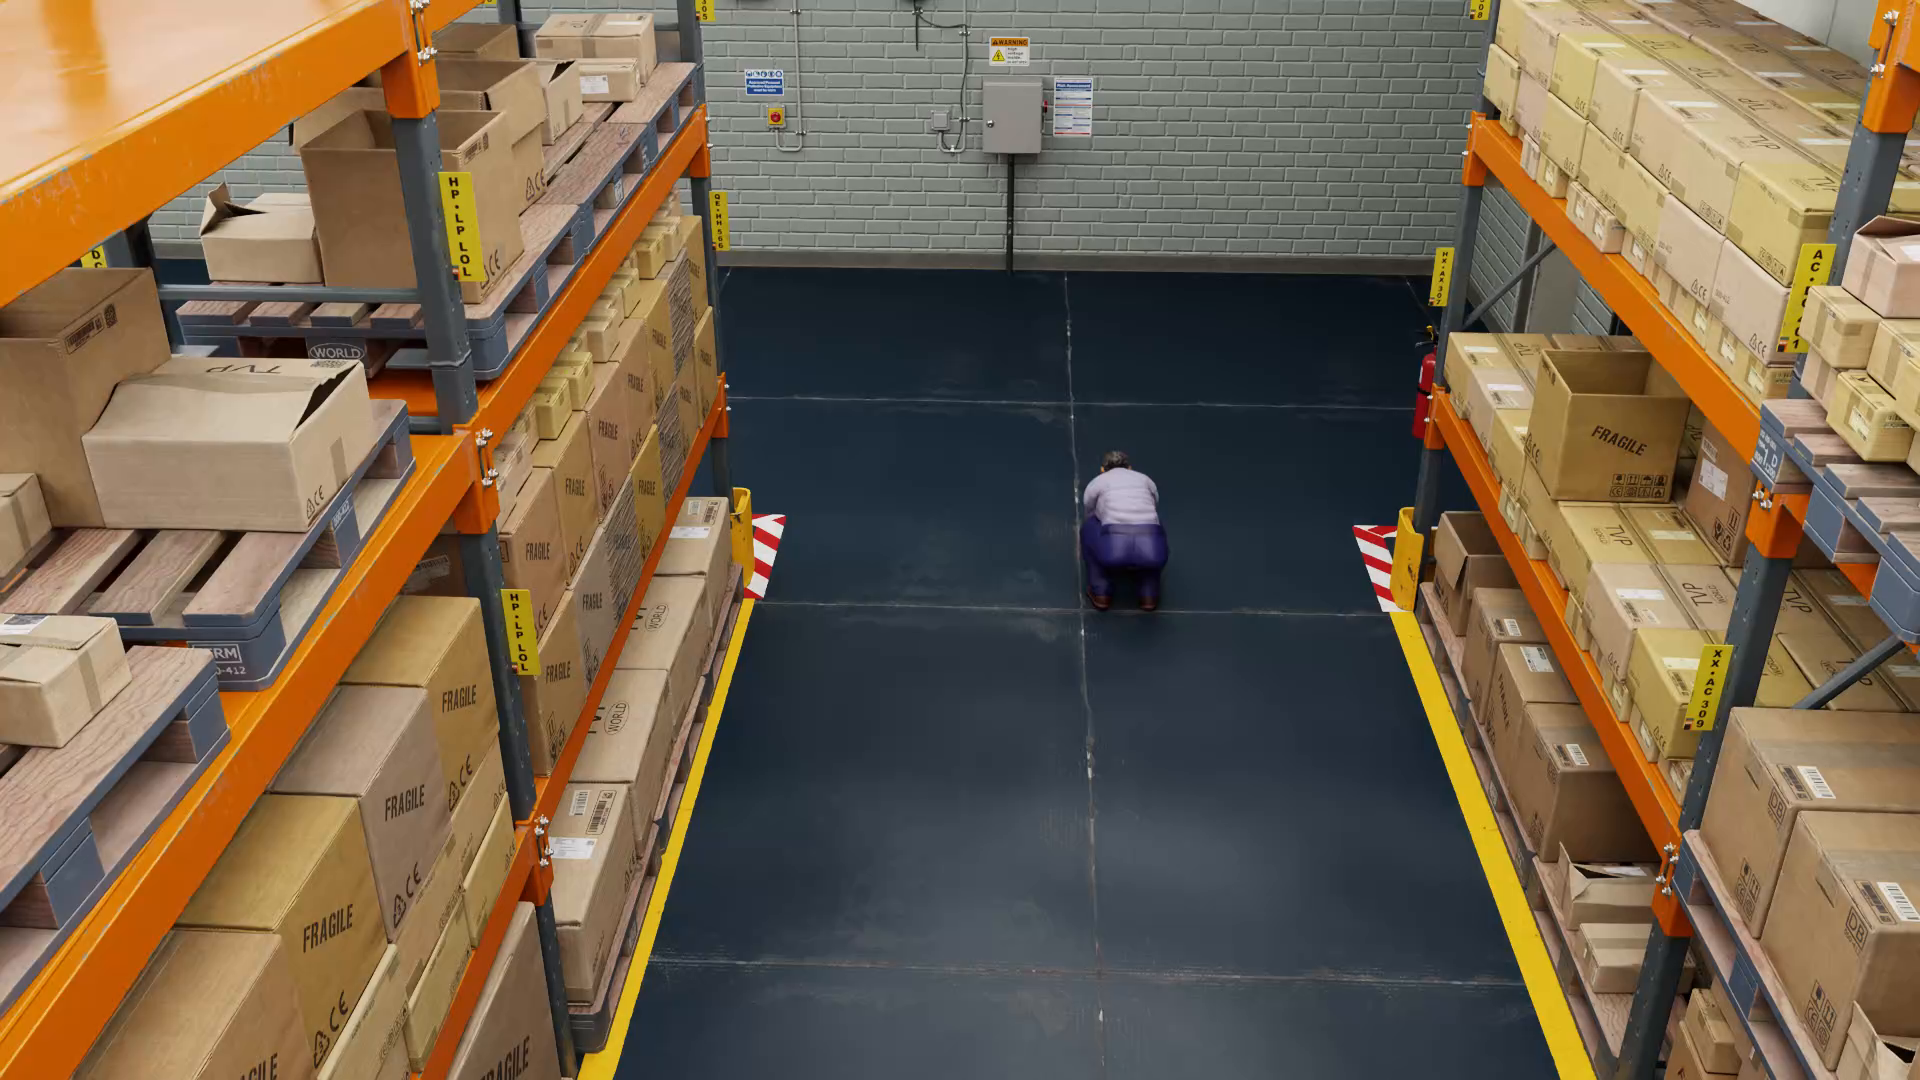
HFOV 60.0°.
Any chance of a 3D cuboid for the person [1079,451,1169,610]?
[{"bbox_3d":[0.957,-0.030,9.703,0.513,0.774,0.870,0,28,1],"label":"person"}]
